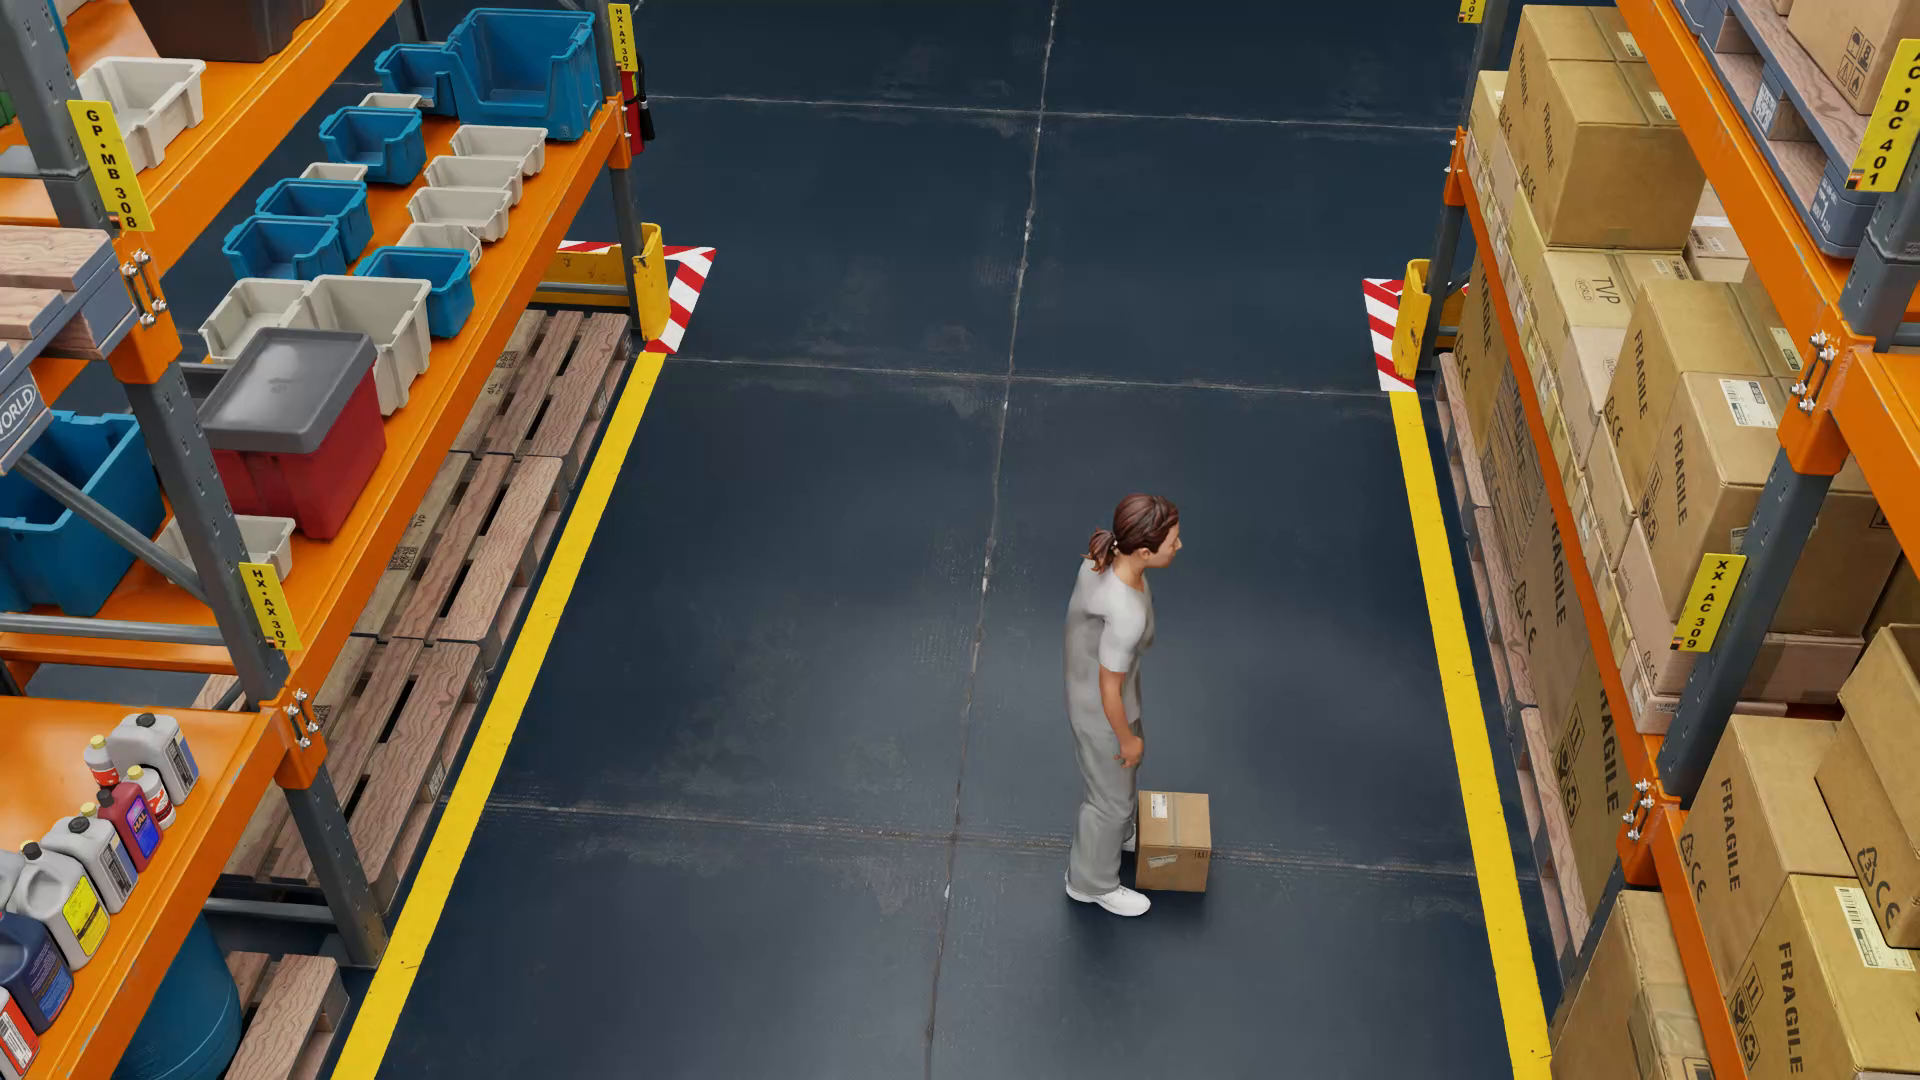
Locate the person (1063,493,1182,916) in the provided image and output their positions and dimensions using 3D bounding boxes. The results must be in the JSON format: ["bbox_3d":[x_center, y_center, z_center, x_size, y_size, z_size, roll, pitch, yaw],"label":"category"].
[{"bbox_3d":[0.542,0.530,5.530,0.407,1.673,0.509,2,40,2],"label":"person"}]
